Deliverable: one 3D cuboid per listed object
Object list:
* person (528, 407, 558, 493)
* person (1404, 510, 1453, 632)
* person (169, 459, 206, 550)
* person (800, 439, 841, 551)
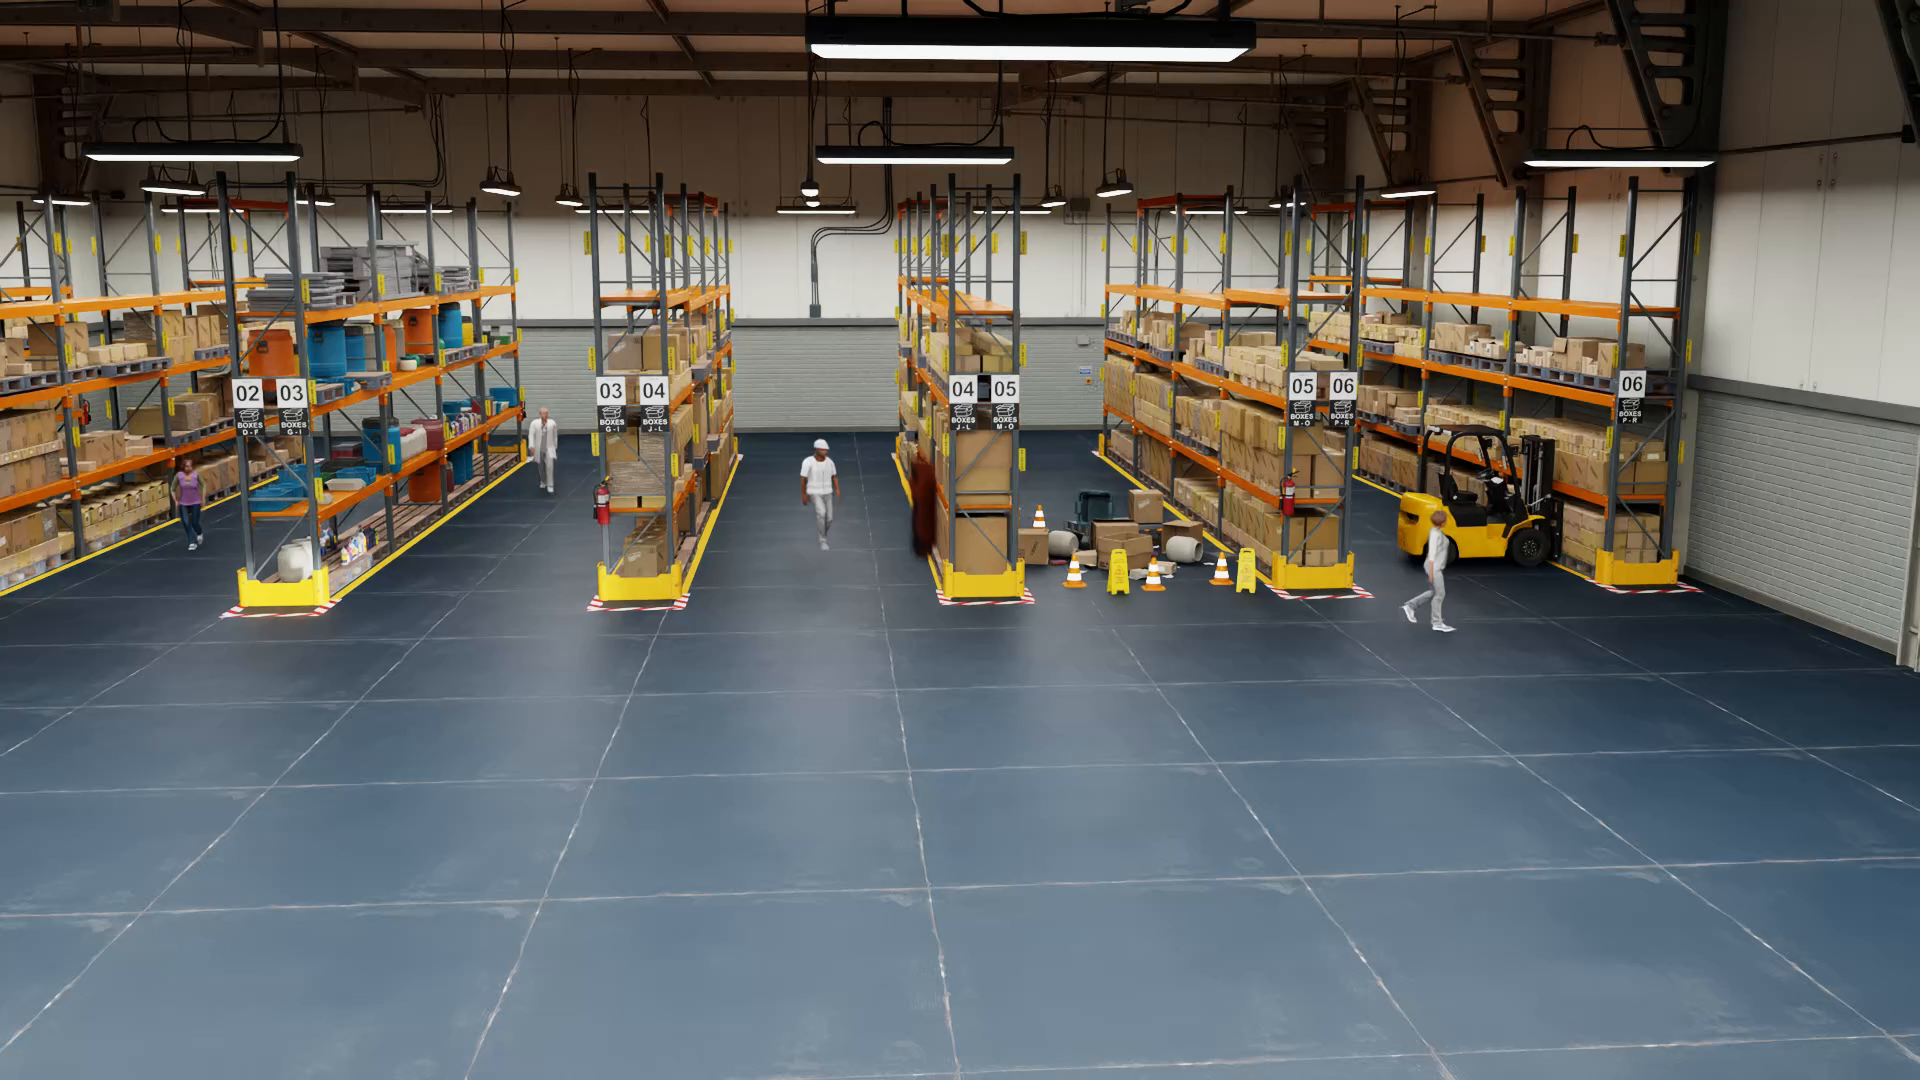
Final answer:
[{"bbox_3d":[-8.551,-1.863,34.116,0.564,1.715,1.129,-2,10,-9],"label":"person"},{"bbox_3d":[6.207,0.383,21.940,0.649,1.585,0.429,3,10,17],"label":"person"},{"bbox_3d":[-12.857,-0.596,27.721,0.524,1.529,0.555,-2,10,-11],"label":"person"},{"bbox_3d":[-2.159,-0.738,26.478,0.596,1.709,0.790,-6,12,-32],"label":"person"}]
